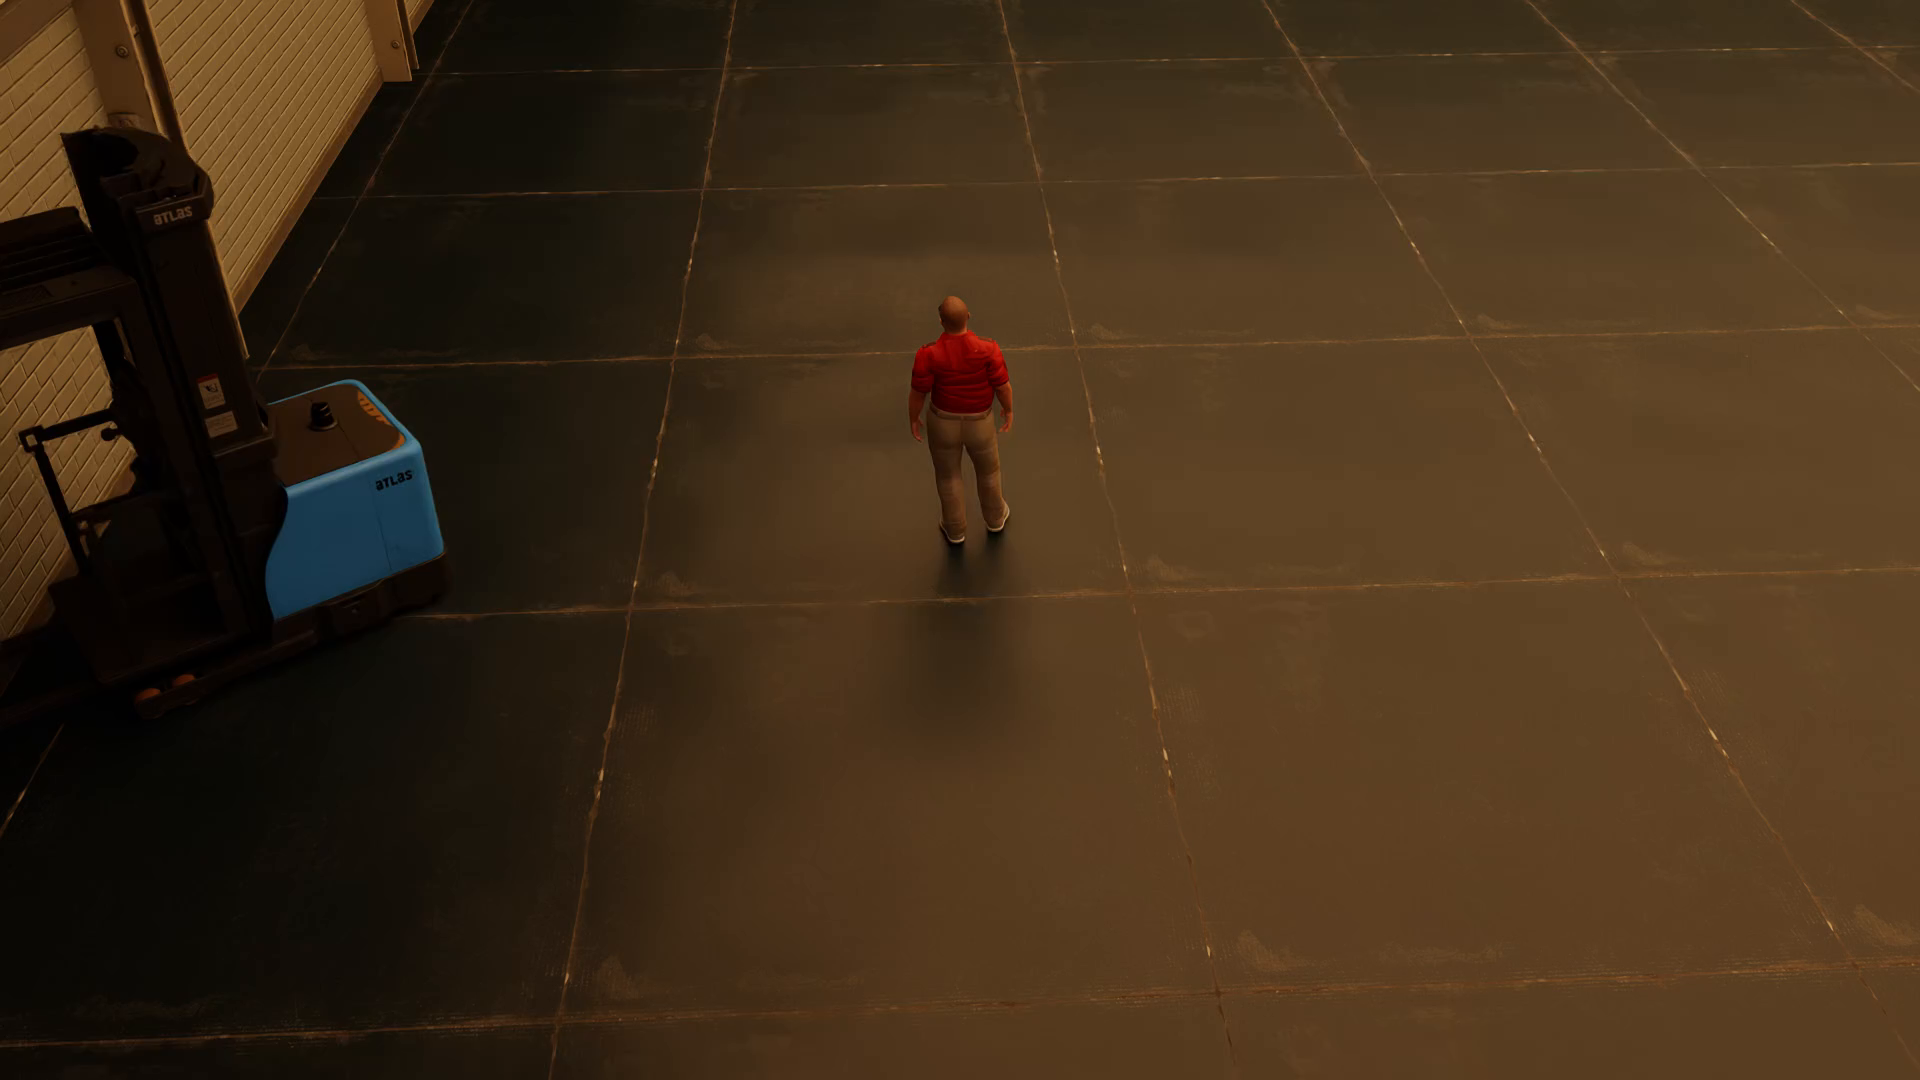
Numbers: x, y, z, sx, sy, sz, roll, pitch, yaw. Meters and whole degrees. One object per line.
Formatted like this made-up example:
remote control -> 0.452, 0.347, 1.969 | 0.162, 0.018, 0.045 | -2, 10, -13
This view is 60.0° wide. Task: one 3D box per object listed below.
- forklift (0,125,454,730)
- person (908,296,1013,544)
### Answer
forklift -> -4.526, -0.553, 8.770 | 3.031, 2.935, 1.130 | -25, 43, -30
person -> 0.008, -0.757, 10.060 | 0.640, 1.727, 0.551 | -2, 36, -2
